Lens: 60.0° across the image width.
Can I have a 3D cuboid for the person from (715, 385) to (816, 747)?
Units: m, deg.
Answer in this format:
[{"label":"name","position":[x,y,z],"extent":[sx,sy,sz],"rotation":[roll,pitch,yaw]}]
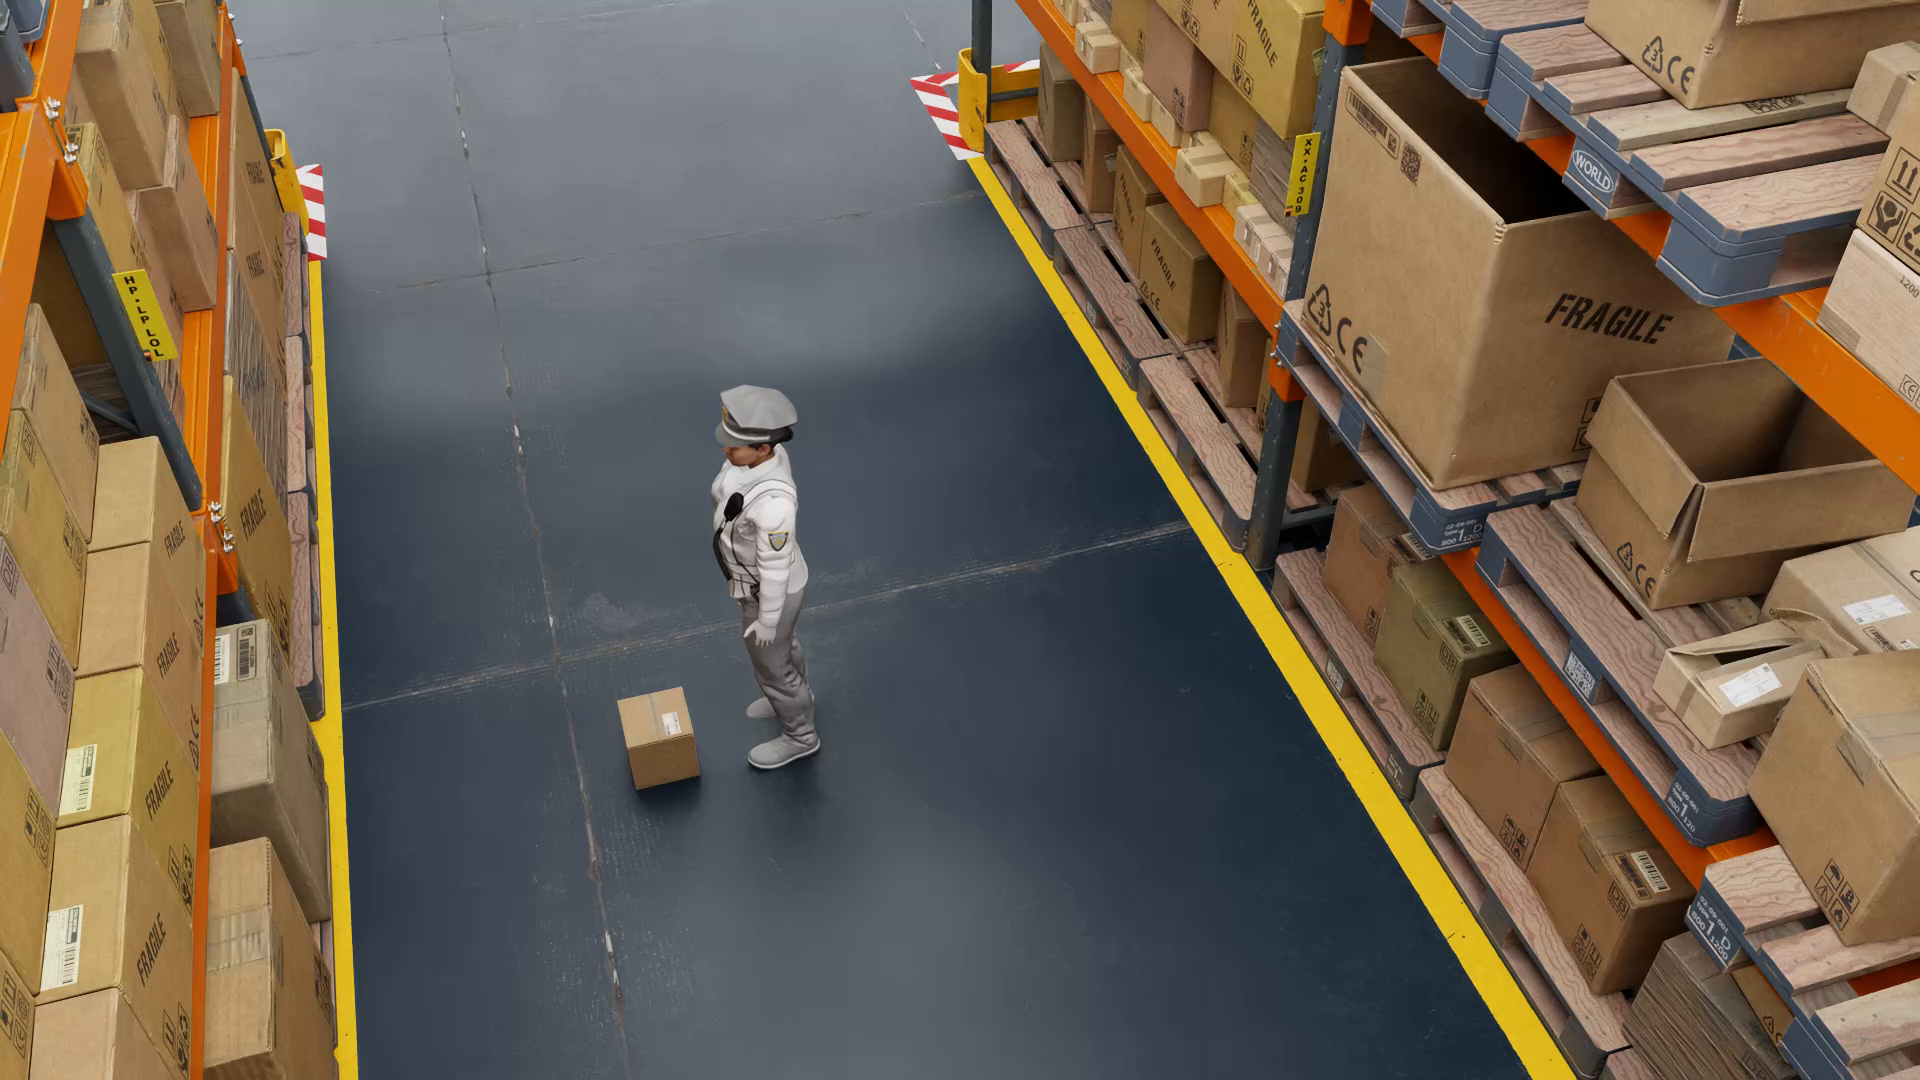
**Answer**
[{"label":"person","position":[-0.678,0.129,5.962],"extent":[0.279,1.612,0.426],"rotation":[-11,44,-12]}]
